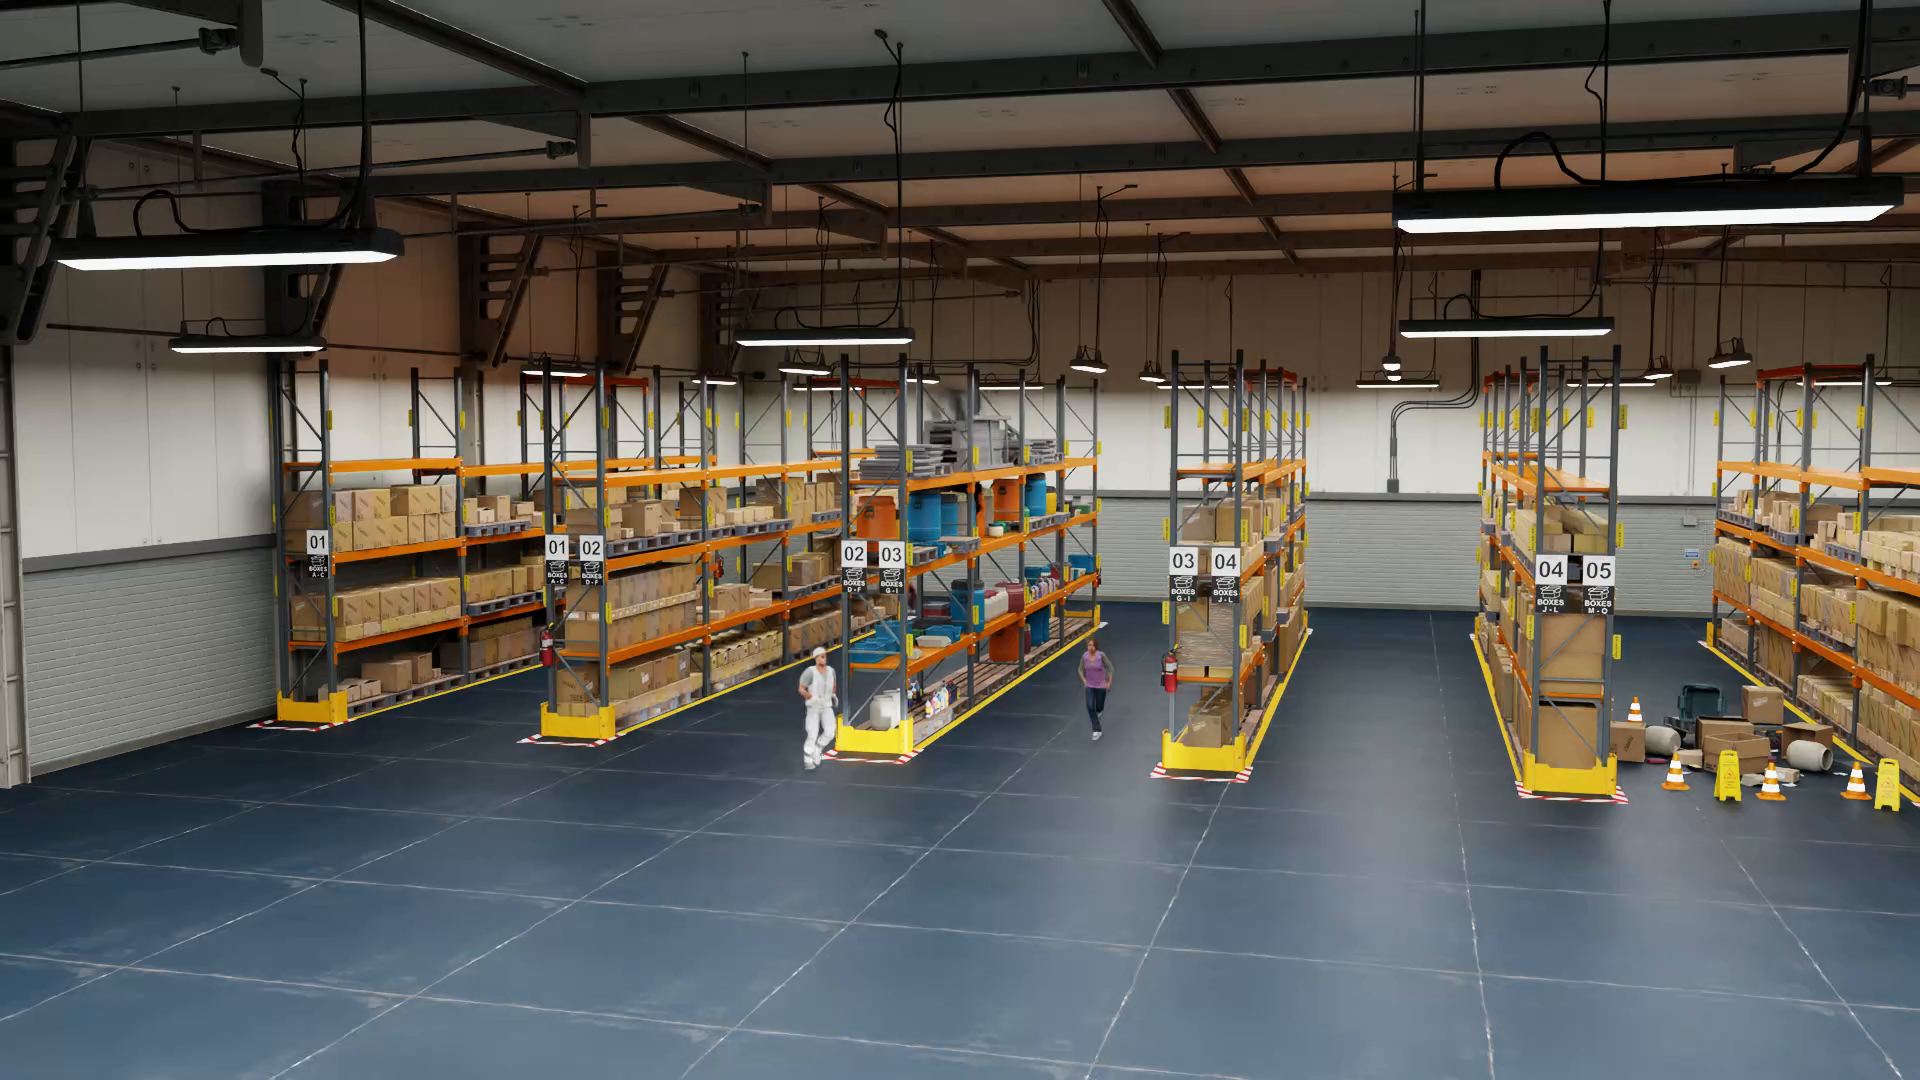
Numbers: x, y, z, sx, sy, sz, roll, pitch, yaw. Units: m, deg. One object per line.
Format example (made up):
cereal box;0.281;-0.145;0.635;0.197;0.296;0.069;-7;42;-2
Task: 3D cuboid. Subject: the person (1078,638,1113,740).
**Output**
person;2.135;2.310;26.140;0.564;1.570;0.683;1;4;13

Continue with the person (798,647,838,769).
person;-1.983;2.413;23.854;0.687;1.755;0.605;-2;5;-30

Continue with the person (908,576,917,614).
person;-1.385;1.110;42.816;0.596;1.651;0.602;3;5;32
